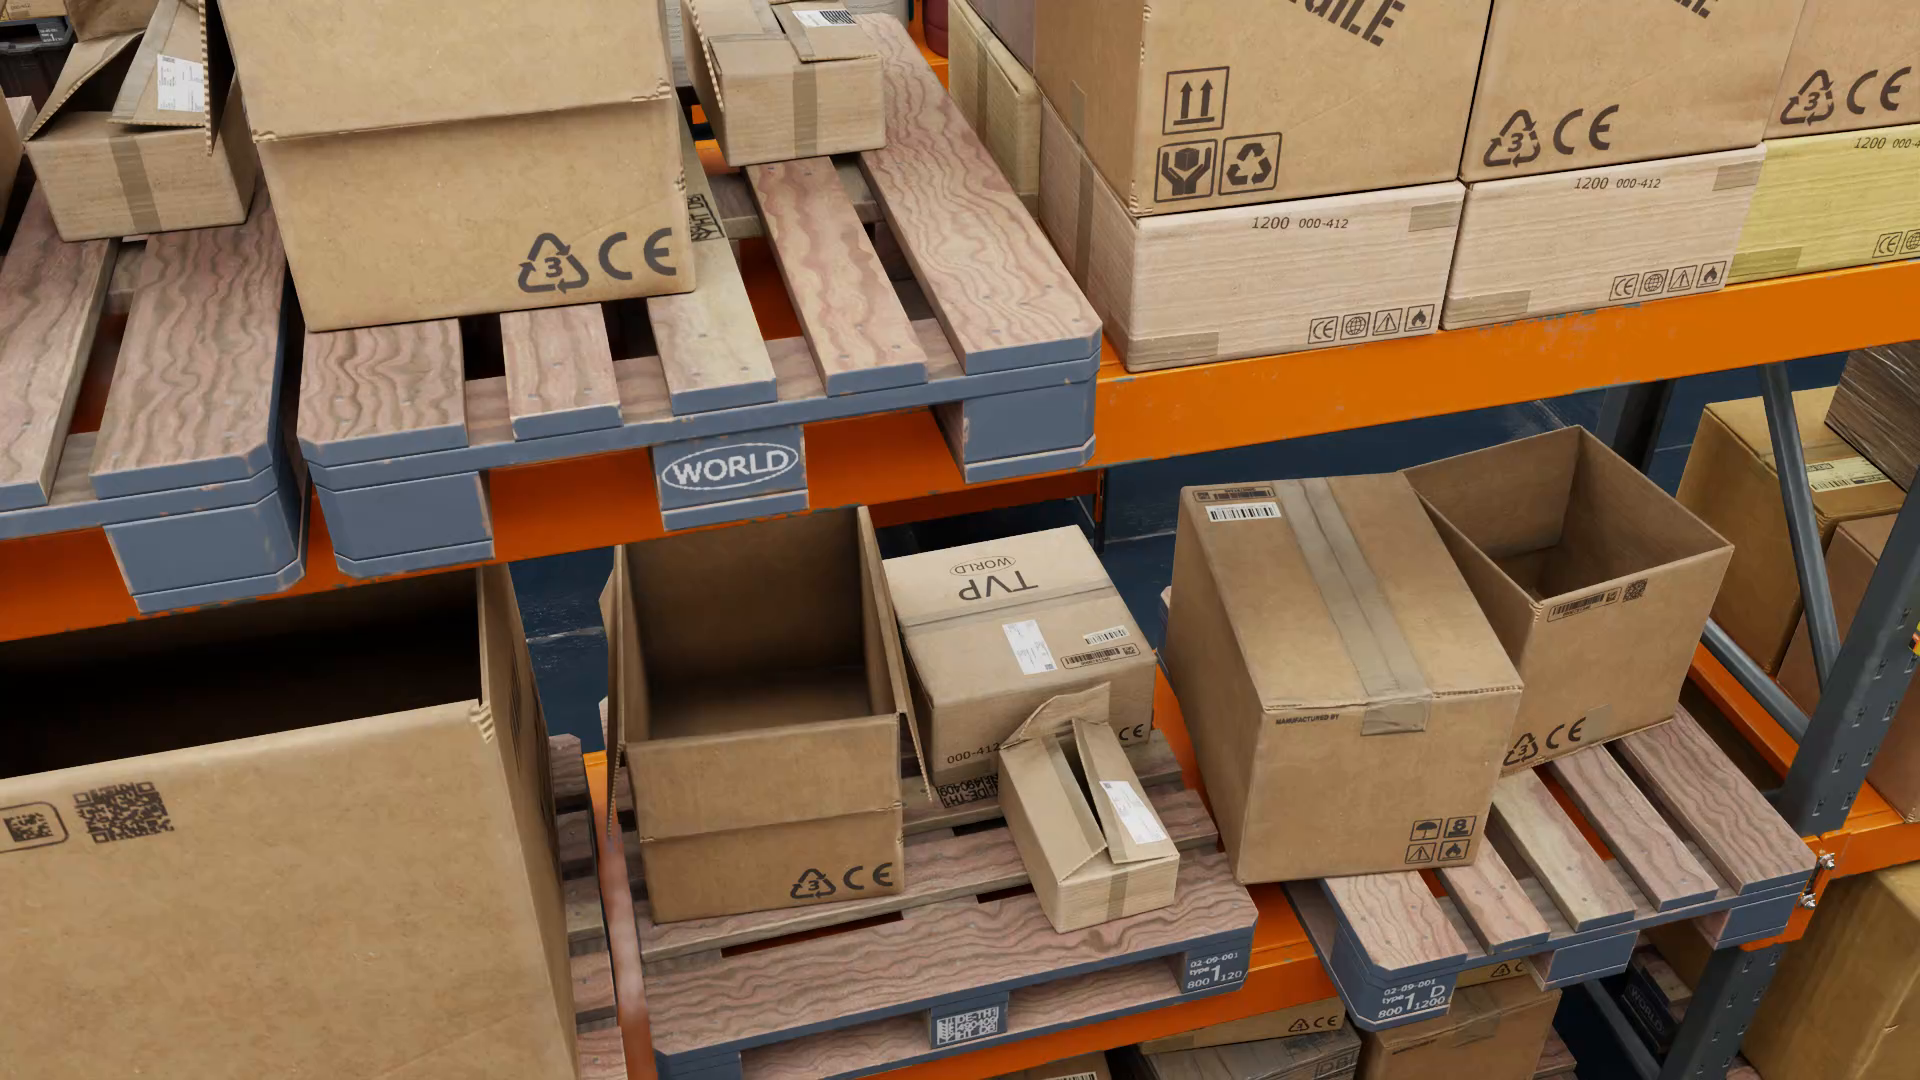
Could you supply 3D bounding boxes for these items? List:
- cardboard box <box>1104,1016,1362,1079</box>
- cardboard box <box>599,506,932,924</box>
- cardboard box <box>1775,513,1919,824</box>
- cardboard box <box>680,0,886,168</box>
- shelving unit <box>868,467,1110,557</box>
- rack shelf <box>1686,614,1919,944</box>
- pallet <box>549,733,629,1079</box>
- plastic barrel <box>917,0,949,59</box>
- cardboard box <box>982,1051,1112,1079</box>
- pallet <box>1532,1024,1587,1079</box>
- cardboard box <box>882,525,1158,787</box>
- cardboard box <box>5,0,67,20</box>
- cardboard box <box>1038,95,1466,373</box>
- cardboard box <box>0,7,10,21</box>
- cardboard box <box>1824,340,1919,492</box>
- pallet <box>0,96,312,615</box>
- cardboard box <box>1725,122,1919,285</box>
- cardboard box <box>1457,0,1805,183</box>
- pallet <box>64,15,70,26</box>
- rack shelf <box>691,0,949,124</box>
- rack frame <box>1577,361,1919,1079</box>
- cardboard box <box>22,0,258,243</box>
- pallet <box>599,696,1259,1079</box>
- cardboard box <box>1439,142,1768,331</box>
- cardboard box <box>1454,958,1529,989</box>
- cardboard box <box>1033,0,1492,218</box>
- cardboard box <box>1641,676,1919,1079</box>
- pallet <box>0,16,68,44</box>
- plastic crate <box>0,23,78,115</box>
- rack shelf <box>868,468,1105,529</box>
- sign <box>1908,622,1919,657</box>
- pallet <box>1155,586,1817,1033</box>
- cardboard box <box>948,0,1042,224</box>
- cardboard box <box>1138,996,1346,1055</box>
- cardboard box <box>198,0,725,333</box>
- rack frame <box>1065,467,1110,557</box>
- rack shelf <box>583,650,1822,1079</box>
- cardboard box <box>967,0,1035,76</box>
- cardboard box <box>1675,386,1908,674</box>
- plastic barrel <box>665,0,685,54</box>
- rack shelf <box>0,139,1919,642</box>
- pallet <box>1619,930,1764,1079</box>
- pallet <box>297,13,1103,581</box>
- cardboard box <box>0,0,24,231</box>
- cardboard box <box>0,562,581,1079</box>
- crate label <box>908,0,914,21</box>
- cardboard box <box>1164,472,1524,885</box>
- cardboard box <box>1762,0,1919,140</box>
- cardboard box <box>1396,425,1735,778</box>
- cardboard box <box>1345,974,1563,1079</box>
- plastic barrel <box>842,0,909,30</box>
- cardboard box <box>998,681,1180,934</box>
[{"bbox_3d":[0.615,1.255,4.336,0.500,0.500,0.700,-12,39,-16],"label":"cardboard box"},{"bbox_3d":[-0.423,0.321,3.431,0.637,0.503,0.797,-6,38,-7],"label":"cardboard box"},{"bbox_3d":[2.329,0.267,3.850,0.500,0.500,0.500,-8,38,-11],"label":"cardboard box"},{"bbox_3d":[-0.289,-0.764,2.657,0.250,0.166,0.380,-10,39,-13],"label":"cardboard box"},{"bbox_3d":[0.007,-0.448,6.410,1.048,1.125,0.538,-9,38,-12],"label":"shelving unit"},{"bbox_3d":[3.720,0.193,4.621,4.000,0.370,1.077,-9,38,-12],"label":"rack shelf"},{"bbox_3d":[-1.297,0.898,3.265,1.213,0.211,1.003,-9,38,-12],"label":"pallet"},{"bbox_3d":[0.129,-2.484,7.417,0.708,0.536,0.600,-9,38,-12],"label":"plastic barrel"},{"bbox_3d":[0.070,1.349,4.213,0.500,0.500,0.700,-6,38,-8],"label":"cardboard box"},{"bbox_3d":[1.034,1.454,4.675,1.213,0.211,1.003,-9,38,-12],"label":"pallet"},{"bbox_3d":[0.111,0.247,3.736,0.500,0.250,0.500,-10,39,-13],"label":"cardboard box"},{"bbox_3d":[-6.007,-3.666,10.991,0.500,0.250,0.500,-9,38,-12],"label":"cardboard box"},{"bbox_3d":[0.433,-0.524,2.621,0.500,0.250,0.500,-8,38,-11],"label":"cardboard box"},{"bbox_3d":[-6.489,-3.586,10.886,0.500,0.250,0.500,-9,38,-12],"label":"cardboard box"},{"bbox_3d":[2.499,-0.321,3.792,0.637,0.503,0.797,-8,38,-10],"label":"cardboard box"},{"bbox_3d":[-1.449,-0.295,2.352,1.003,0.211,1.213,-9,38,-12],"label":"pallet"},{"bbox_3d":[1.394,-0.689,2.836,0.500,0.250,0.500,-9,38,-12],"label":"cardboard box"},{"bbox_3d":[0.901,-0.896,2.490,0.500,0.500,0.500,-9,38,-12],"label":"cardboard box"},{"bbox_3d":[-5.431,-3.745,11.472,1.213,0.211,1.003,-9,38,-12],"label":"pallet"},{"bbox_3d":[-1.433,-2.079,7.591,4.000,0.370,1.077,-9,38,-12],"label":"rack shelf"},{"bbox_3d":[1.789,0.224,3.989,0.127,3.000,1.000,-9,38,-12],"label":"rack frame"},{"bbox_3d":[-1.191,-0.655,2.434,0.258,0.266,0.396,-8,38,-10],"label":"cardboard box"},{"bbox_3d":[-0.112,0.638,3.606,1.213,0.211,1.003,-9,38,-12],"label":"pallet"},{"bbox_3d":[0.918,-0.602,2.723,0.500,0.250,0.500,-9,38,-12],"label":"cardboard box"},{"bbox_3d":[1.150,0.868,4.225,0.500,0.250,0.500,-8,38,-10],"label":"cardboard box"},{"bbox_3d":[0.419,-0.826,2.399,0.500,0.500,0.500,-9,38,-11],"label":"cardboard box"},{"bbox_3d":[2.460,0.804,4.633,0.875,0.875,1.225,-11,39,-14],"label":"cardboard box"},{"bbox_3d":[-6.611,-3.549,11.216,1.213,0.211,1.003,-9,38,-12],"label":"pallet"},{"bbox_3d":[-3.903,-2.015,6.966,0.504,0.338,0.767,-9,38,-12],"label":"plastic crate"},{"bbox_3d":[0.007,-0.254,6.558,1.000,0.278,0.538,-9,38,-12],"label":"rack shelf"},{"bbox_3d":[1.939,0.112,3.247,0.005,0.325,0.100,-9,38,-12],"label":"sign"},{"bbox_3d":[1.129,0.475,3.818,1.003,0.211,1.213,-9,38,-12],"label":"pallet"},{"bbox_3d":[0.279,-0.815,3.001,0.500,0.250,0.500,-9,38,-11],"label":"cardboard box"},{"bbox_3d":[0.640,0.958,4.107,0.500,0.250,0.500,-5,38,-7],"label":"cardboard box"},{"bbox_3d":[-0.684,-0.708,2.307,0.637,0.503,0.797,-8,38,-10],"label":"cardboard box"},{"bbox_3d":[0.497,-0.528,6.515,0.032,1.125,0.500,-9,38,-12],"label":"rack frame"},{"bbox_3d":[-0.142,0.826,3.793,4.000,0.370,1.077,-9,38,-12],"label":"rack shelf"},{"bbox_3d":[0.294,-1.120,2.783,0.500,0.500,0.500,-10,39,-13],"label":"cardboard box"},{"bbox_3d":[2.201,-0.039,4.250,0.500,0.500,0.500,-8,38,-11],"label":"cardboard box"},{"bbox_3d":[-1.257,-2.309,7.188,0.433,0.535,0.433,0,37,0],"label":"plastic barrel"},{"bbox_3d":[-0.142,-0.365,2.882,4.000,0.370,1.077,-9,38,-12],"label":"rack shelf"},{"bbox_3d":[2.570,1.251,4.941,1.213,0.211,1.003,-9,38,-12],"label":"pallet"},{"bbox_3d":[-0.449,-0.461,2.569,1.003,0.211,1.213,-9,38,-12],"label":"pallet"},{"bbox_3d":[-1.593,-0.558,2.111,0.637,0.503,0.797,-11,39,-14],"label":"cardboard box"},{"bbox_3d":[-1.269,0.409,2.908,1.000,1.000,1.000,-9,38,-12],"label":"cardboard box"},{"bbox_3d":[-0.532,-2.697,7.777,0.616,0.435,0.502,-9,38,-12],"label":"crate label"},{"bbox_3d":[0.765,0.273,3.496,0.500,0.500,0.700,-4,38,-5],"label":"cardboard box"},{"bbox_3d":[1.393,-0.984,2.604,0.500,0.500,0.500,-8,38,-11],"label":"cardboard box"},{"bbox_3d":[1.278,0.126,3.688,0.500,0.500,0.500,-14,40,-18],"label":"cardboard box"},{"bbox_3d":[1.147,1.160,4.460,0.500,0.500,0.700,-11,39,-14],"label":"cardboard box"},{"bbox_3d":[-0.440,-2.438,7.376,0.421,0.512,0.421,0,37,0],"label":"plastic barrel"},{"bbox_3d":[0.249,0.533,3.349,0.258,0.266,0.396,-10,39,-13],"label":"cardboard box"}]
